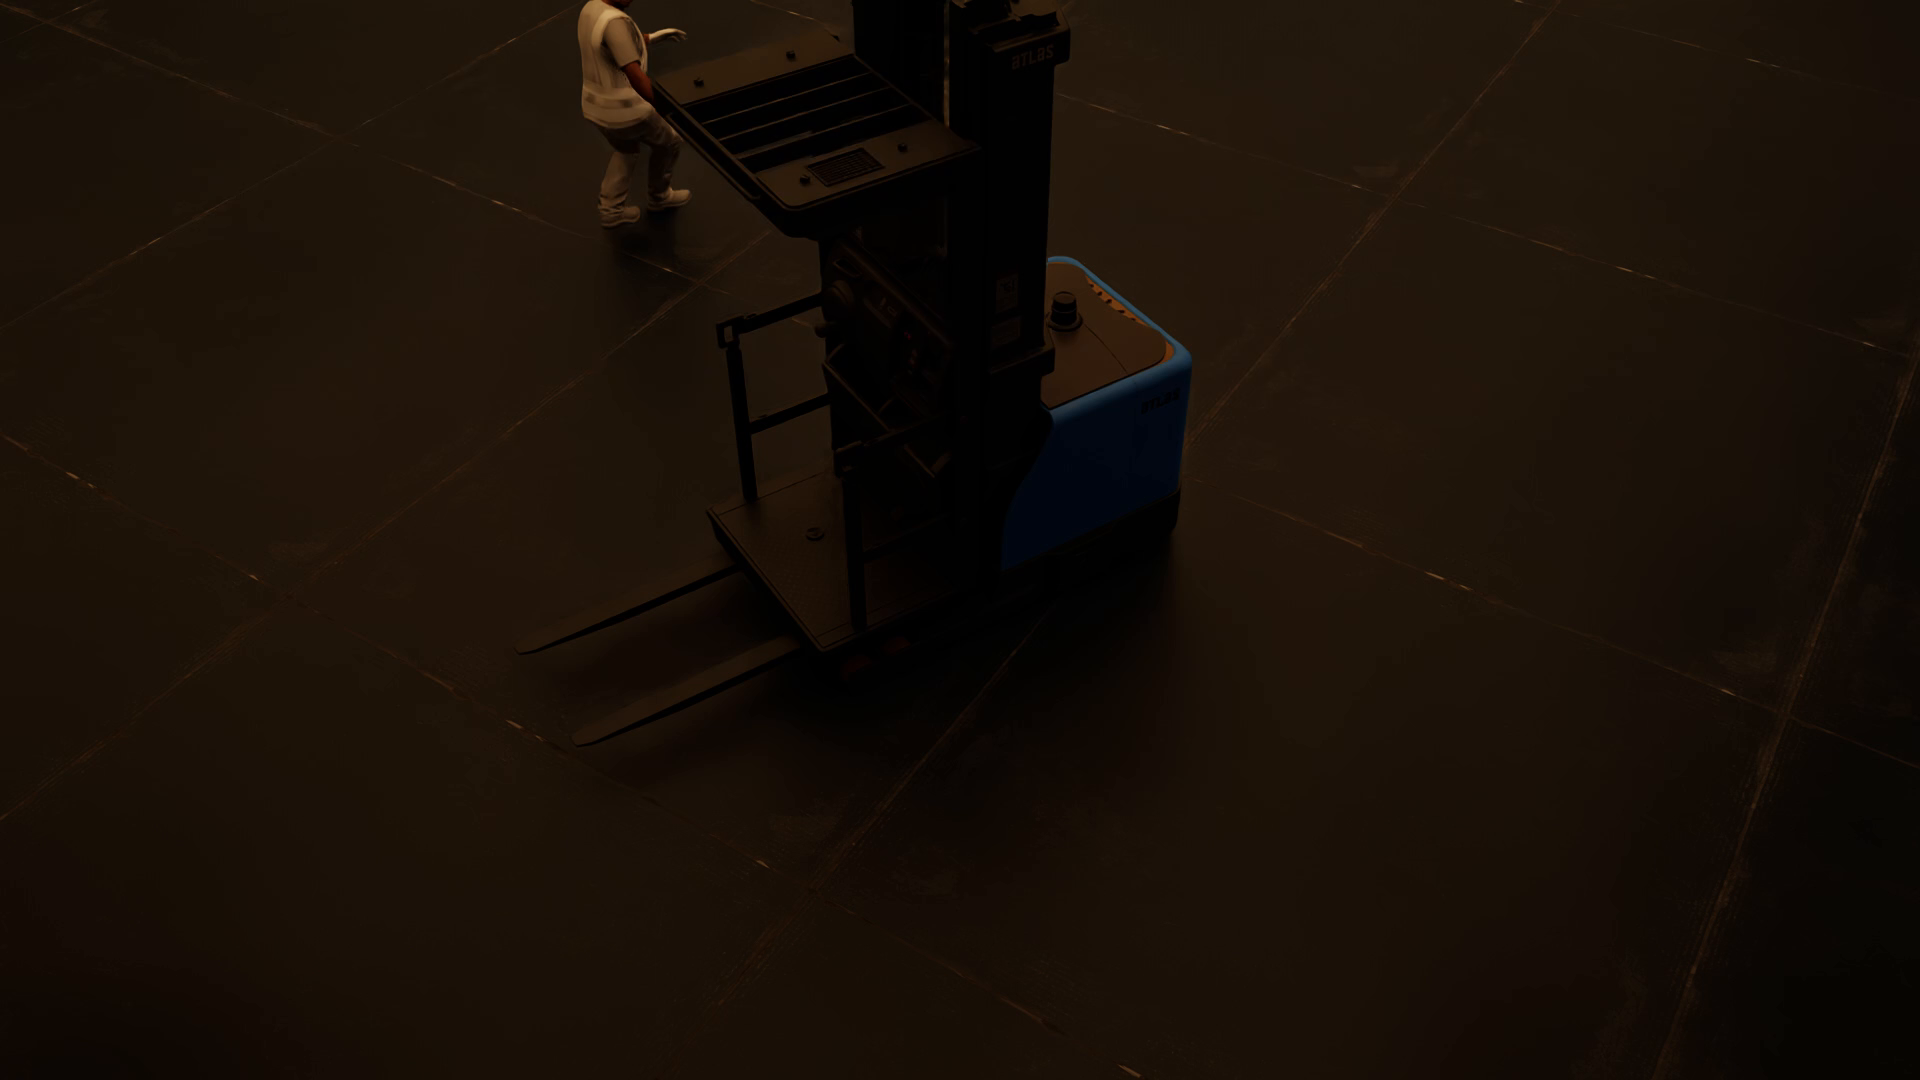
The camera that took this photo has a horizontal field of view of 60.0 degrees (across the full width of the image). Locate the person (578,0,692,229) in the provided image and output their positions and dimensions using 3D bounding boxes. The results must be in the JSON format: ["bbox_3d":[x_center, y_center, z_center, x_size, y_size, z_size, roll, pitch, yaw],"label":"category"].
[{"bbox_3d":[-1.754,-2.516,9.445,0.920,1.639,0.865,34,53,30],"label":"person"}]

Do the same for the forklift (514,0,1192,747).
[{"bbox_3d":[-0.476,-0.820,6.714,3.031,2.935,1.130,-24,49,-23],"label":"forklift"}]
